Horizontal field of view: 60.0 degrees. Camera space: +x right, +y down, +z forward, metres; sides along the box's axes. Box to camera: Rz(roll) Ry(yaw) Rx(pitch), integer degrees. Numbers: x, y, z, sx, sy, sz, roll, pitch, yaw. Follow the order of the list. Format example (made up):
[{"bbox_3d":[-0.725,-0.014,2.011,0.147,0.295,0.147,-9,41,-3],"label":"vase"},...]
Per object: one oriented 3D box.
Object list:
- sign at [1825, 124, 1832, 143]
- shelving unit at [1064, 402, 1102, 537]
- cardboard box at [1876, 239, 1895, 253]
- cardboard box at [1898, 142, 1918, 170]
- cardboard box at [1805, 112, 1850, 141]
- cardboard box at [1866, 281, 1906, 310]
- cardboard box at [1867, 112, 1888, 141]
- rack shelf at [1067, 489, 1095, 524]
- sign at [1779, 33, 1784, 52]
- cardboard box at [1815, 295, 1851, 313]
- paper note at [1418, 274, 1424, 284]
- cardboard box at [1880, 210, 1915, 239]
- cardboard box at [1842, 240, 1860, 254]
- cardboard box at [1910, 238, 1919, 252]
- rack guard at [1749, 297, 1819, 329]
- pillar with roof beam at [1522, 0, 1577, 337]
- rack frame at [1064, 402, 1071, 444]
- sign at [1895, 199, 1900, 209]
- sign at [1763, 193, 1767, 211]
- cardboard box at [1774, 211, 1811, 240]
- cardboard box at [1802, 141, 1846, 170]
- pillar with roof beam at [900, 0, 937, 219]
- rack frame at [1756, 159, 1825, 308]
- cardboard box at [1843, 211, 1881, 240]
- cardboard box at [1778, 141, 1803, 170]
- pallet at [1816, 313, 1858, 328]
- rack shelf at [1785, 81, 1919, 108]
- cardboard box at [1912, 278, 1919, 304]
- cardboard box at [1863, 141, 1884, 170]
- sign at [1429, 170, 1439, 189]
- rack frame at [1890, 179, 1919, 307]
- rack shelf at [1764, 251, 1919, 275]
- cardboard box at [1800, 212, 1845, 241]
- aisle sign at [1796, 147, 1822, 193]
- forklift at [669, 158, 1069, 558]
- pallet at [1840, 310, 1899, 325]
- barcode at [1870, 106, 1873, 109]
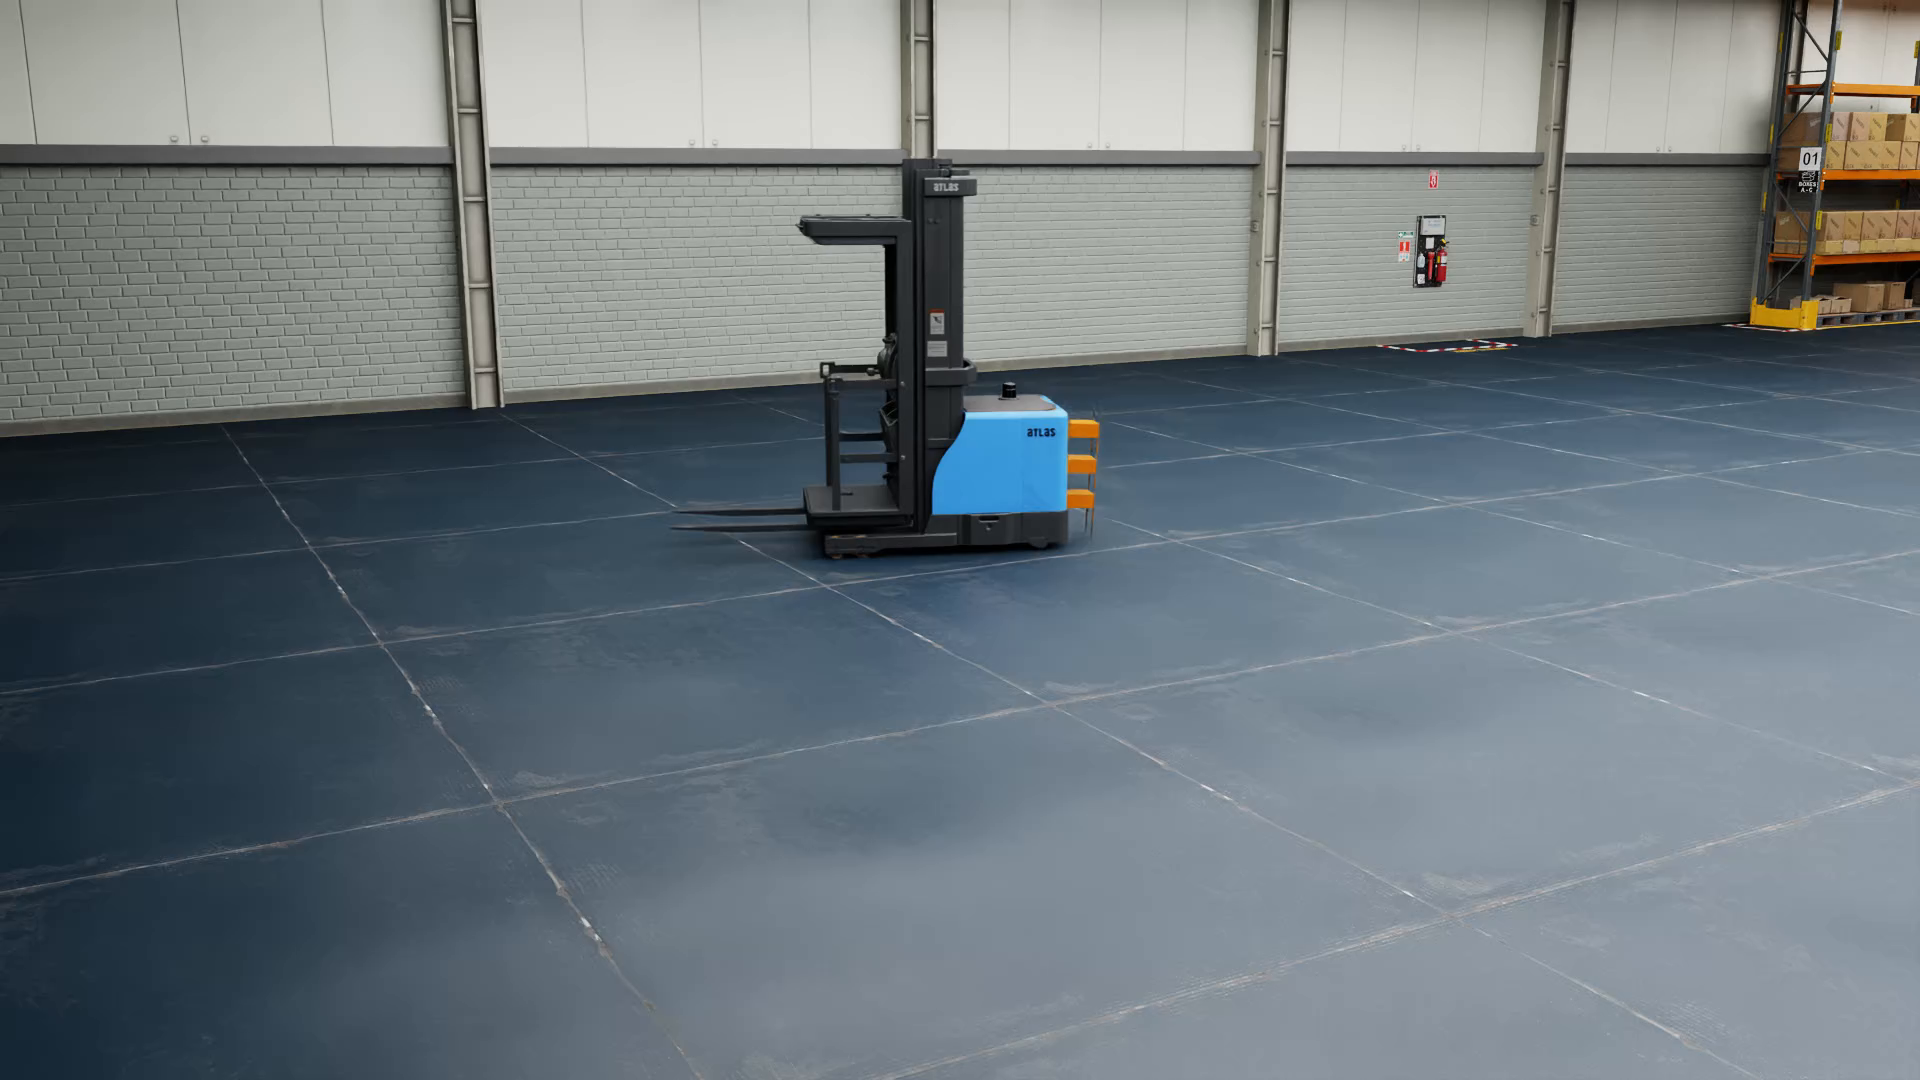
[{"bbox_3d":[15.309,-7.171,29.316,0.005,0.325,0.100,-7,14,-28],"label":"sign"},{"bbox_3d":[0.936,-0.557,13.162,0.252,1.050,0.215,1,12,-11],"label":"shelving unit"},{"bbox_3d":[16.973,-5.475,30.899,0.500,0.250,0.500,-7,14,-27],"label":"cardboard box"},{"bbox_3d":[17.317,-7.111,30.769,0.500,0.500,0.500,-7,15,-30],"label":"cardboard box"},{"bbox_3d":[15.503,-7.389,29.726,0.500,0.500,0.500,-8,15,-32],"label":"cardboard box"},{"bbox_3d":[17.668,-4.684,31.783,0.500,0.500,0.500,-8,15,-32],"label":"cardboard box"},{"bbox_3d":[16.412,-7.488,30.166,0.500,0.500,0.500,-6,14,-26],"label":"cardboard box"},{"bbox_3d":[0.921,-0.275,13.223,0.240,0.259,0.215,1,12,-11],"label":"rack shelf"},{"bbox_3d":[14.801,-8.954,29.913,0.005,0.325,0.100,-7,14,-28],"label":"sign"},{"bbox_3d":[16.200,-4.404,30.966,0.500,0.311,0.500,-6,14,-23],"label":"cardboard box"},{"bbox_3d":[7.607,-4.307,27.420,0.142,0.148,0.016,-7,14,-28],"label":"paper note"},{"bbox_3d":[17.410,-5.895,31.058,0.500,0.500,0.500,-7,15,-29],"label":"cardboard box"},{"bbox_3d":[16.078,-5.369,30.432,0.500,0.250,0.500,-7,15,-30],"label":"cardboard box"},{"bbox_3d":[17.848,-5.584,31.384,0.500,0.250,0.500,-7,14,-28],"label":"cardboard box"},{"bbox_3d":[15.115,-4.174,30.516,0.348,0.500,1.175,-7,14,-28],"label":"rack guard"},{"bbox_3d":[12.045,-7.092,24.124,0.400,9.000,9.100,-7,14,-28],"label":"pillar with roof beam"},{"bbox_3d":[0.816,-0.558,13.139,0.008,1.050,0.200,1,12,-11],"label":"rack frame"},{"bbox_3d":[18.291,-6.477,32.423,0.005,0.325,0.100,-7,14,-28],"label":"sign"},{"bbox_3d":[14.800,-6.213,30.529,0.005,0.325,0.100,-7,14,-28],"label":"sign"},{"bbox_3d":[15.361,-5.778,30.541,0.500,0.500,0.500,-7,14,-28],"label":"cardboard box"},{"bbox_3d":[15.462,-6.894,29.806,0.500,0.500,0.500,-6,14,-26],"label":"cardboard box"},{"bbox_3d":[1.512,-5.829,18.515,0.400,9.000,9.100,-7,14,-28],"label":"pillar with roof beam"},{"bbox_3d":[15.049,-5.385,30.206,0.127,3.000,1.000,-7,14,-28],"label":"rack frame"},{"bbox_3d":[16.507,-5.783,30.563,0.500,0.500,0.500,-7,15,-30],"label":"cardboard box"},{"bbox_3d":[15.294,-7.000,30.276,0.500,0.500,0.500,-6,14,-24],"label":"cardboard box"},{"bbox_3d":[15.845,-4.111,30.898,1.213,0.211,1.003,-7,14,-28],"label":"pallet"},{"bbox_3d":[16.804,-8.170,30.562,4.000,0.370,1.077,-7,14,-28],"label":"rack shelf"},{"bbox_3d":[19.198,-4.882,32.661,0.500,0.500,0.700,-6,14,-26],"label":"cardboard box"},{"bbox_3d":[16.404,-6.999,30.273,0.500,0.500,0.500,-6,14,-25],"label":"cardboard box"},{"bbox_3d":[7.740,-5.891,27.174,0.199,0.298,0.001,-7,14,-28],"label":"sign"},{"bbox_3d":[18.560,-5.806,32.076,0.127,3.000,1.000,-7,14,-28],"label":"rack frame"},{"bbox_3d":[16.804,-5.245,31.220,4.000,0.370,1.077,-7,14,-28],"label":"rack shelf"},{"bbox_3d":[15.612,-5.680,30.104,0.500,0.500,0.500,-7,14,-28],"label":"cardboard box"},{"bbox_3d":[15.129,-6.588,29.630,0.004,0.787,0.394,-7,14,-28],"label":"aisle sign"},{"bbox_3d":[-0.724,-1.418,12.733,3.031,2.935,1.130,-2,13,-7],"label":"forklift"},{"bbox_3d":[16.915,-4.239,31.464,1.213,0.211,1.003,-7,14,-28],"label":"pallet"},{"bbox_3d":[17.134,-8.133,31.257,0.075,0.075,0.001,-7,14,-28],"label":"barcode"}]
